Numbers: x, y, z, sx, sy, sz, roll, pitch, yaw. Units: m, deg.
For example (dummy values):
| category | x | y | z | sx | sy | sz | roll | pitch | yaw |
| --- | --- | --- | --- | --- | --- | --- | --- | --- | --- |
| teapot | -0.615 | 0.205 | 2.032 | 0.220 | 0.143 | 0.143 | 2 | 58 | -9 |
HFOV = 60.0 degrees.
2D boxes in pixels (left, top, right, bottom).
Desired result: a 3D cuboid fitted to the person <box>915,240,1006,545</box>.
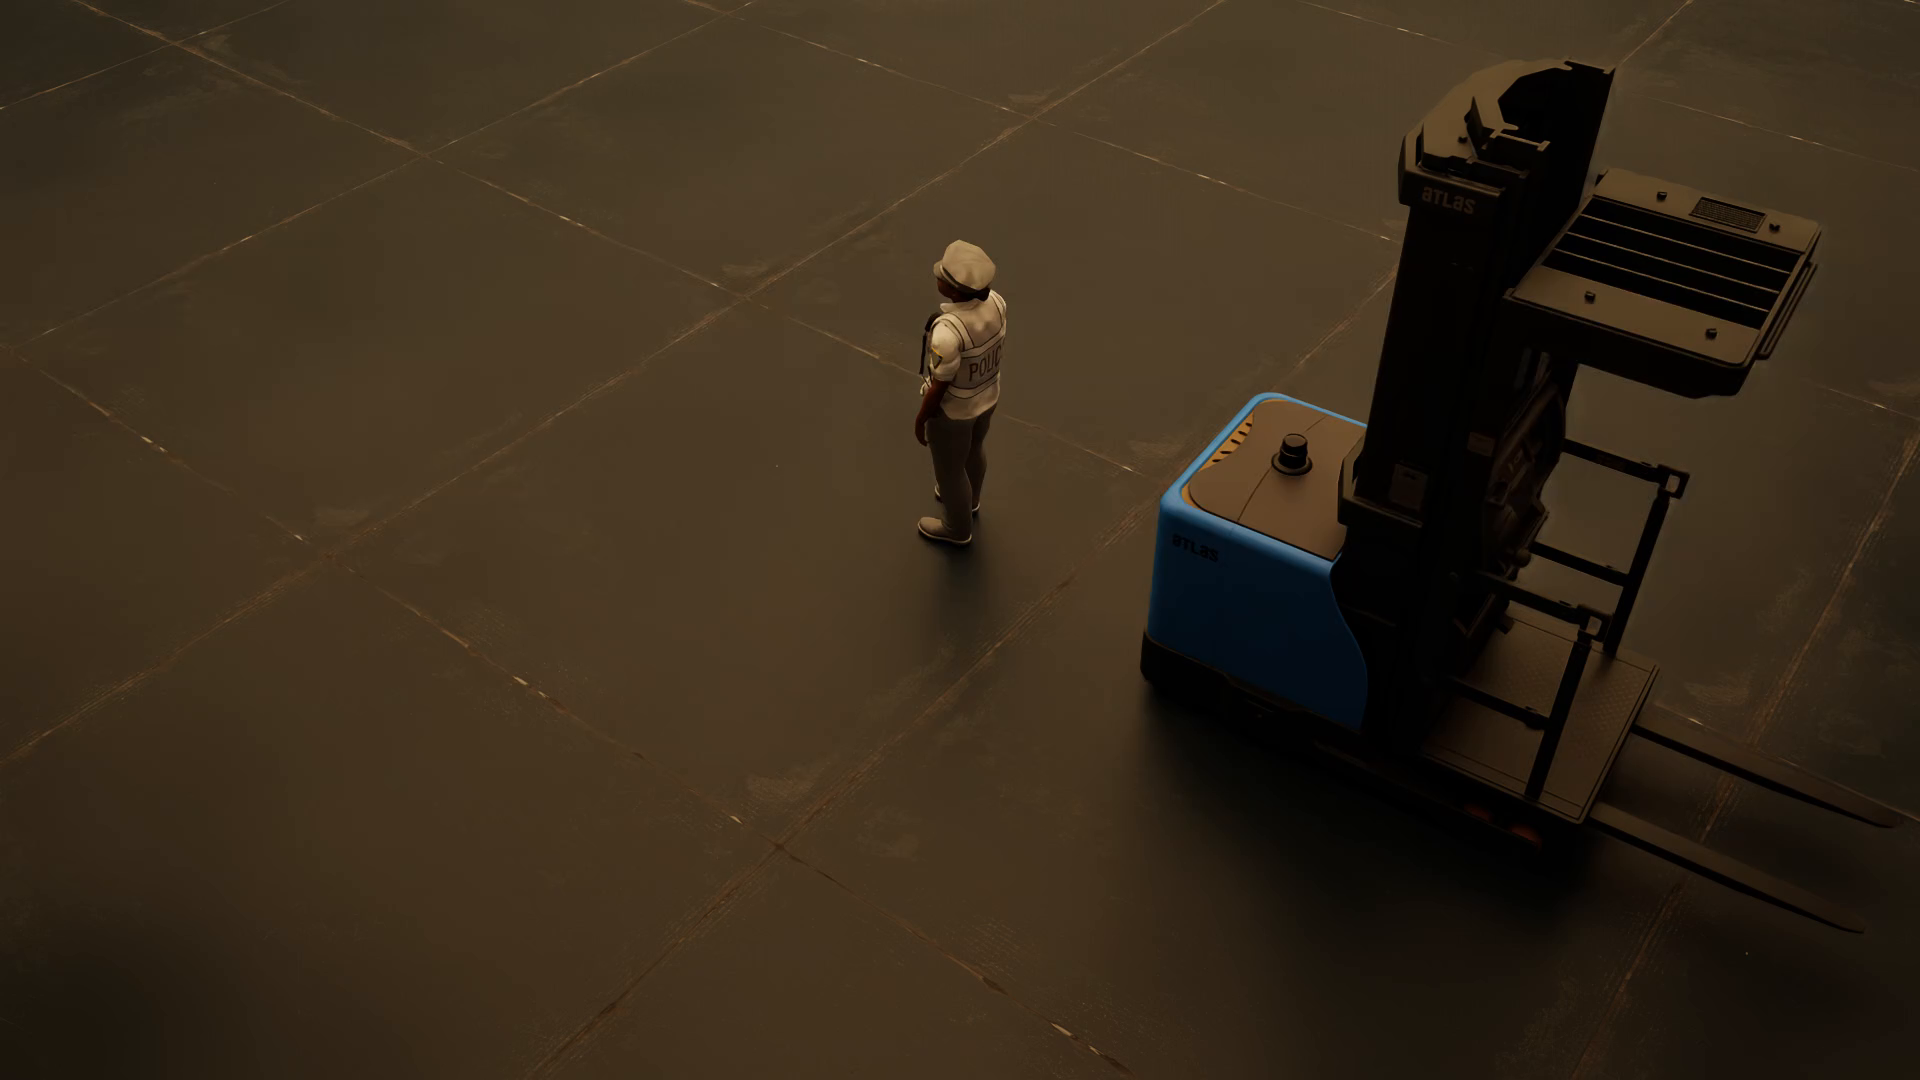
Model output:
| category | x | y | z | sx | sy | sz | roll | pitch | yaw |
| --- | --- | --- | --- | --- | --- | --- | --- | --- | --- |
| person | -0.048 | -0.690 | 7.825 | 0.528 | 1.697 | 0.570 | 26 | 47 | 28 |

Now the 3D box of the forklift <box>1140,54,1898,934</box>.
| category | x | y | z | sx | sy | sz | roll | pitch | yaw |
| --- | --- | --- | --- | --- | --- | --- | --- | --- | --- |
| forklift | 2.325 | -0.194 | 6.301 | 3.031 | 2.935 | 1.130 | 24 | 46 | 25 |
